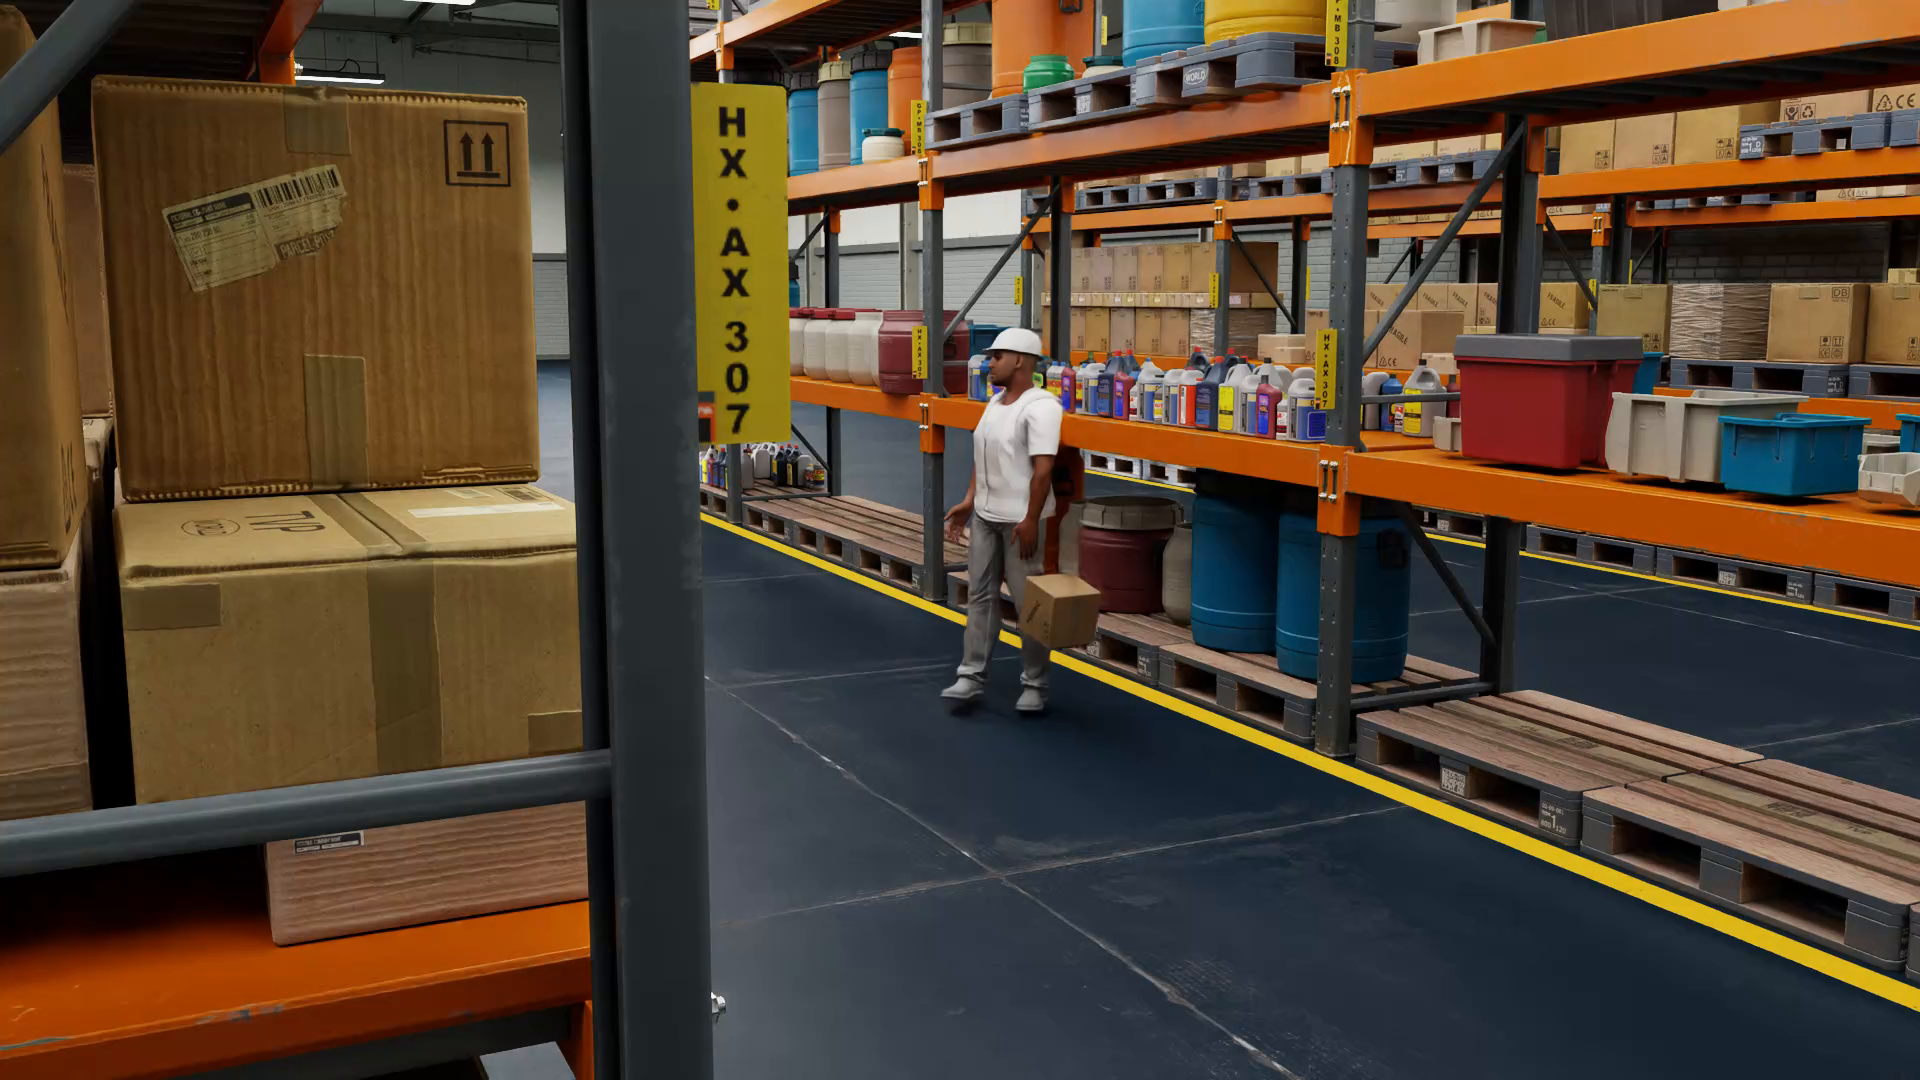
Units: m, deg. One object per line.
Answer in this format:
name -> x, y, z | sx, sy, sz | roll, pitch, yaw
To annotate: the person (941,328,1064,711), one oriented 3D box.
person -> 0.187, -0.094, 7.745 | 0.550, 1.768, 0.575 | -6, 10, -34
